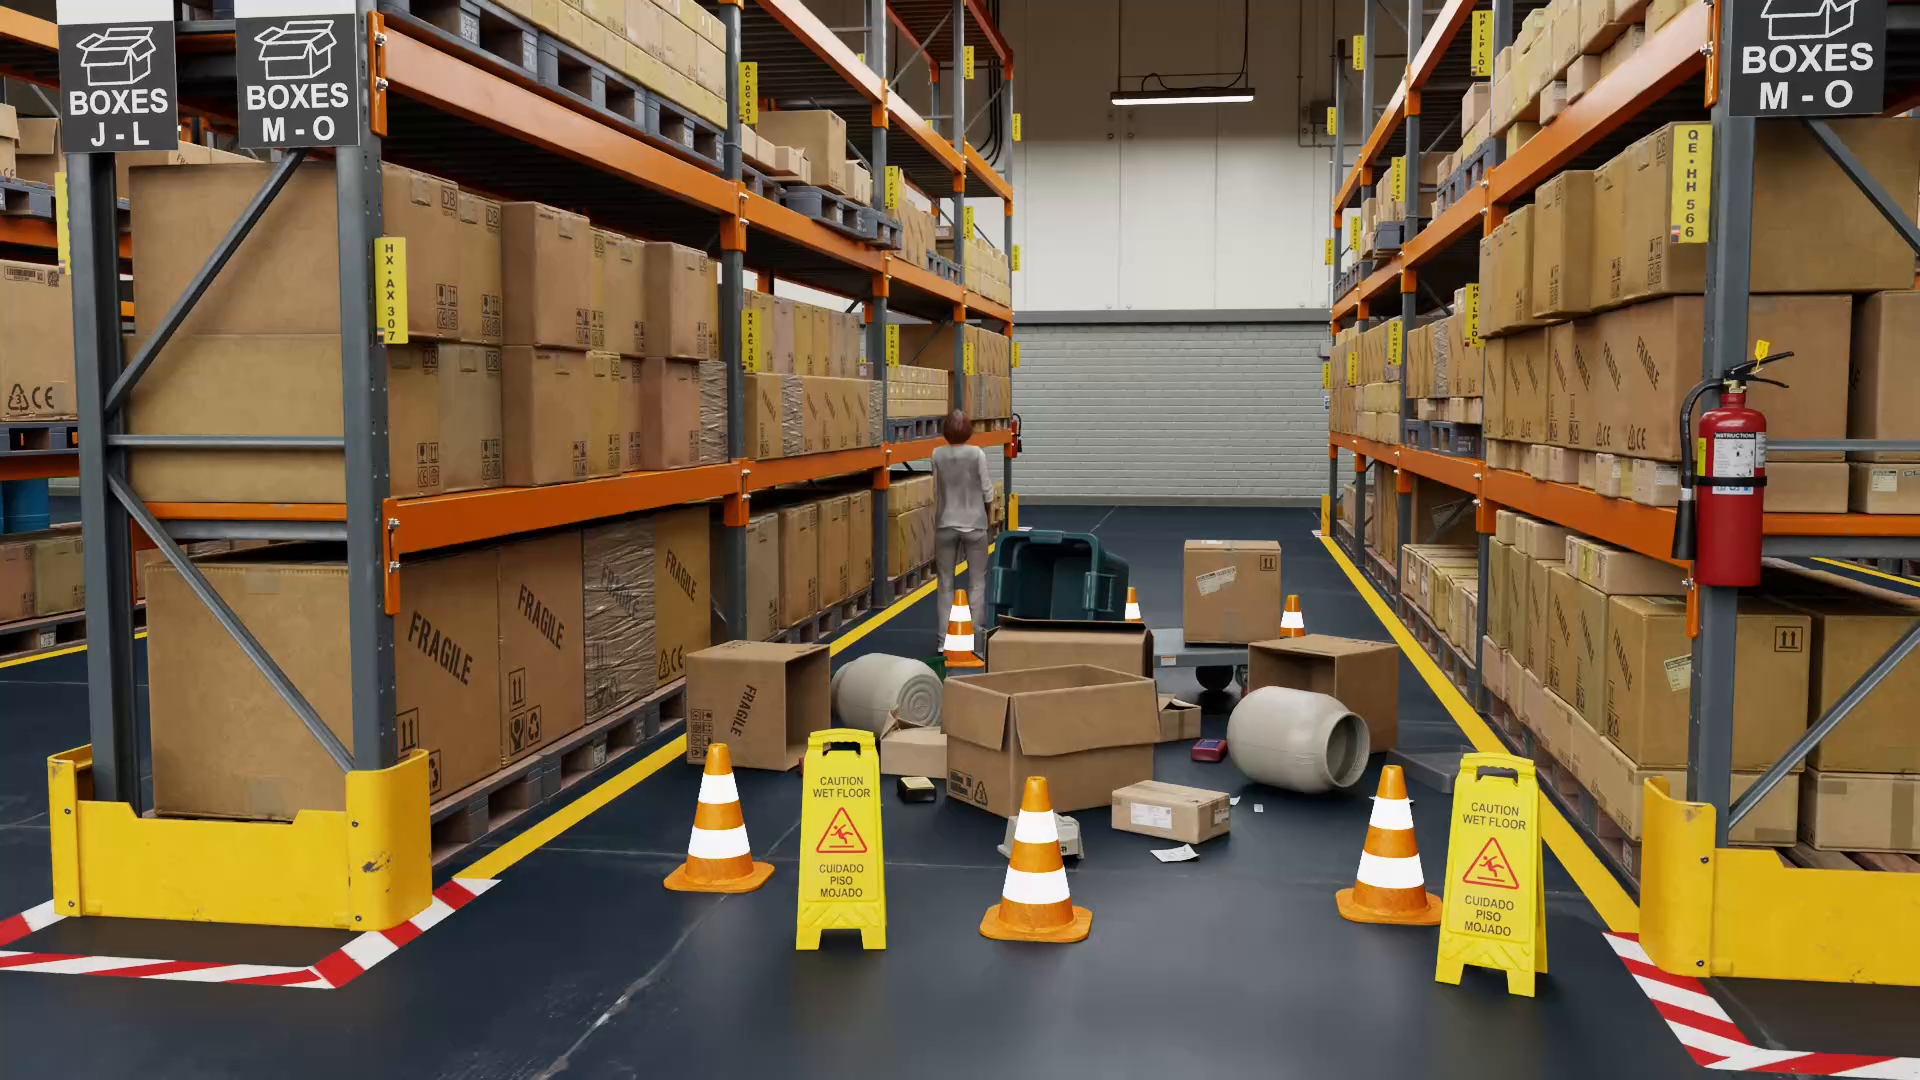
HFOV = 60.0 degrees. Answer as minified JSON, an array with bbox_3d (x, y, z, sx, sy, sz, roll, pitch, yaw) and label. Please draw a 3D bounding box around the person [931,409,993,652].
[{"bbox_3d":[0.020,-0.060,10.895,0.404,1.593,0.494,1,5,9],"label":"person"}]
